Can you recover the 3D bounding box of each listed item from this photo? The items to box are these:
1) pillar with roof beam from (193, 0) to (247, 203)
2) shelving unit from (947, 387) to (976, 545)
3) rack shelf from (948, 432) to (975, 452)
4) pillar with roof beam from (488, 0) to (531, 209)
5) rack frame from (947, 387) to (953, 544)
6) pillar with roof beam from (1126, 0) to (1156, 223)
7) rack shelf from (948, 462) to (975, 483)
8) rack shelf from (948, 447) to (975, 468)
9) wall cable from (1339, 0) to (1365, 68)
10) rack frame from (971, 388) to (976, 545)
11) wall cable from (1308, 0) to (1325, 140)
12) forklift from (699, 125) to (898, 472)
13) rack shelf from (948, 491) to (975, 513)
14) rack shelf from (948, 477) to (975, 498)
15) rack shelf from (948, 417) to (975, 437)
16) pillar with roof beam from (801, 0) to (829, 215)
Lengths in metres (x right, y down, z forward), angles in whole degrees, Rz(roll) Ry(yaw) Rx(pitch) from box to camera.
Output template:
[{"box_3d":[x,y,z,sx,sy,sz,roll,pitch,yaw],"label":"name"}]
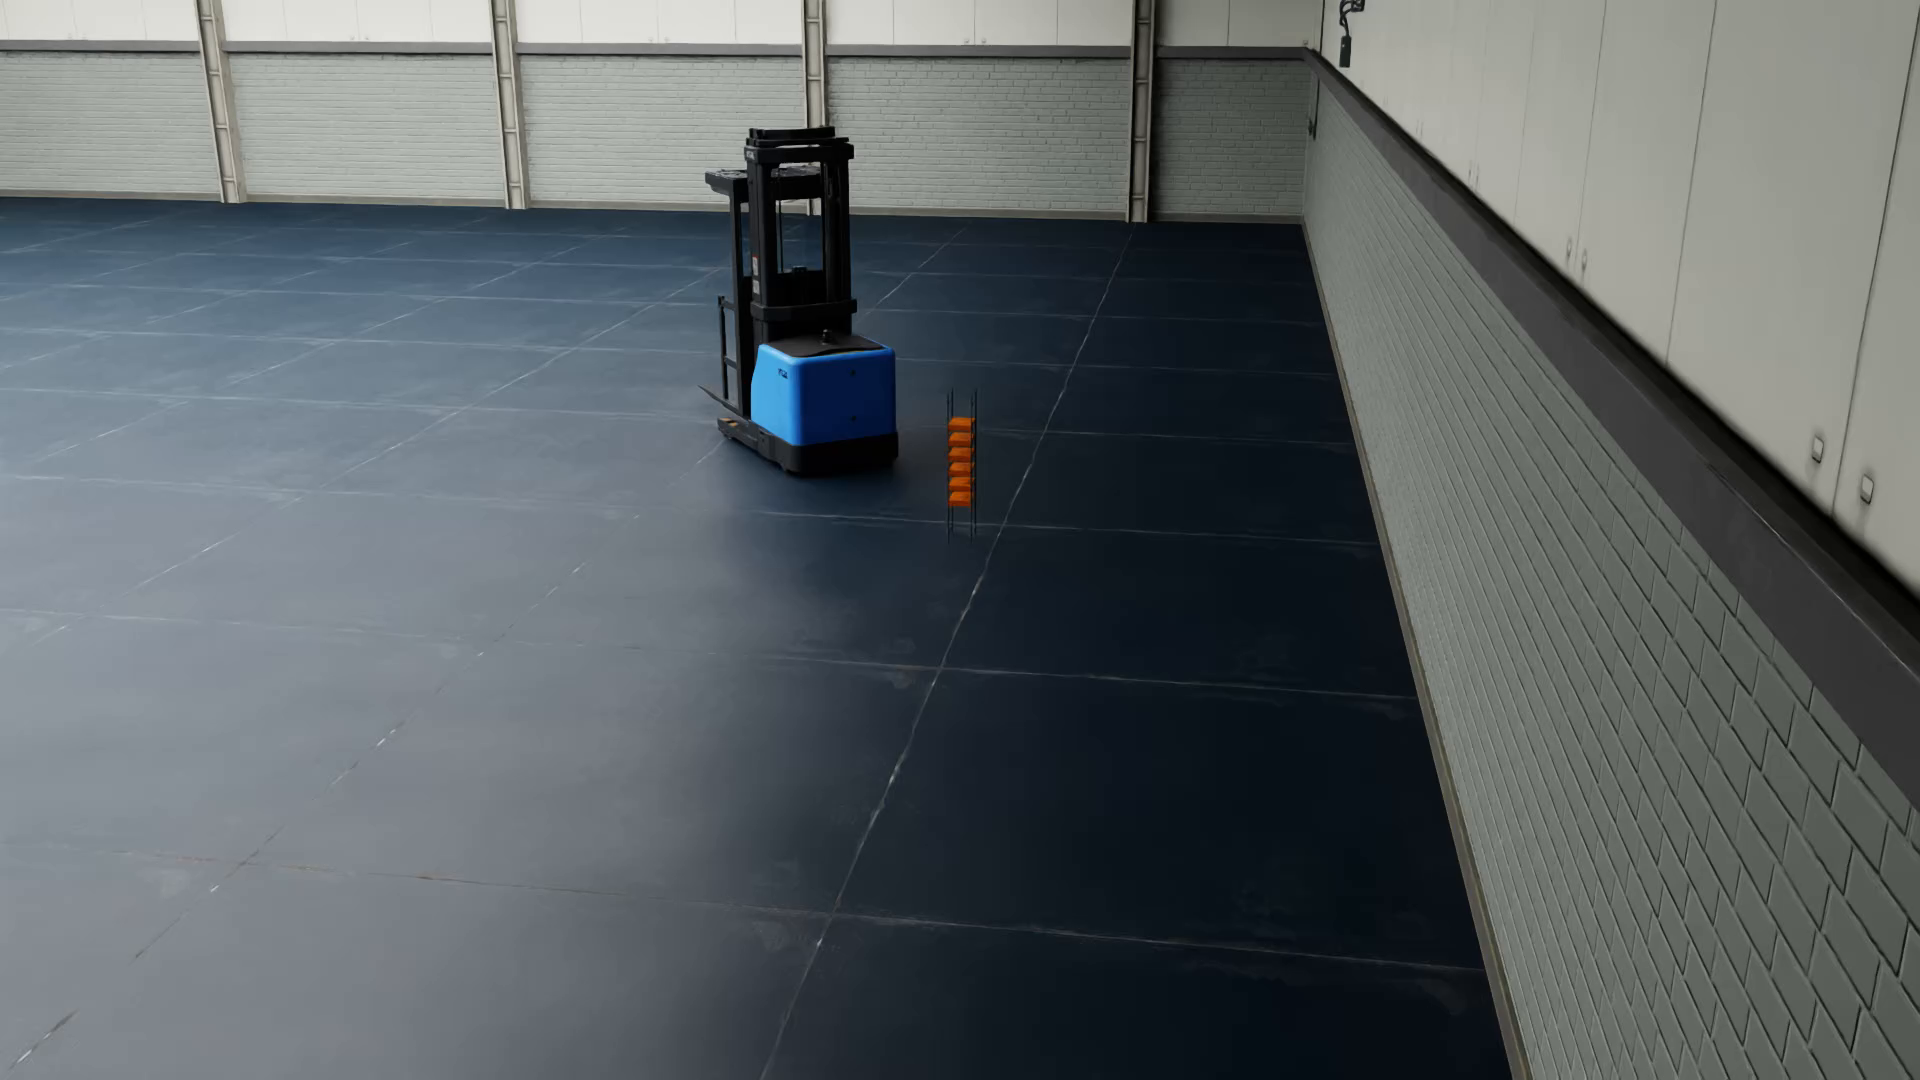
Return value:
[{"box_3d":[-15.201,-9.685,27.834,0.400,9.000,9.100,3,19,9],"label":"pillar with roof beam"},{"box_3d":[0.014,-0.568,12.878,0.189,1.200,0.258,3,19,9],"label":"shelving unit"},{"box_3d":[0.014,-0.754,12.816,0.180,0.103,0.258,3,19,9],"label":"rack shelf"},{"box_3d":[-9.277,-9.383,26.932,0.400,9.000,9.100,3,19,9],"label":"pillar with roof beam"},{"box_3d":[-0.076,-0.573,12.891,0.006,1.200,0.240,3,19,9],"label":"rack frame"},{"box_3d":[2.571,-8.779,25.127,0.400,9.000,9.100,3,19,9],"label":"pillar with roof beam"},{"box_3d":[0.014,-0.526,12.892,0.180,0.103,0.258,3,19,9],"label":"rack shelf"},{"box_3d":[0.014,-0.640,12.854,0.180,0.103,0.258,3,19,9],"label":"rack shelf"},{"box_3d":[4.432,-8.205,18.050,0.169,6.003,2.305,3,19,9],"label":"wall cable"},{"box_3d":[0.105,-0.564,12.864,0.006,1.200,0.240,3,19,9],"label":"rack frame"},{"box_3d":[5.953,-8.093,27.969,0.112,2.526,3.097,3,19,9],"label":"wall cable"},{"box_3d":[-1.693,-2.409,15.651,1.130,2.935,3.031,-9,21,-26],"label":"forklift"},{"box_3d":[0.014,-0.299,12.968,0.180,0.103,0.258,3,19,9],"label":"rack shelf"},{"box_3d":[0.014,-0.412,12.930,0.180,0.103,0.258,3,19,9],"label":"rack shelf"},{"box_3d":[0.014,-0.868,12.777,0.180,0.103,0.258,3,19,9],"label":"rack shelf"},{"box_3d":[-3.353,-9.081,26.029,0.400,9.000,9.100,3,19,9],"label":"pillar with roof beam"}]
